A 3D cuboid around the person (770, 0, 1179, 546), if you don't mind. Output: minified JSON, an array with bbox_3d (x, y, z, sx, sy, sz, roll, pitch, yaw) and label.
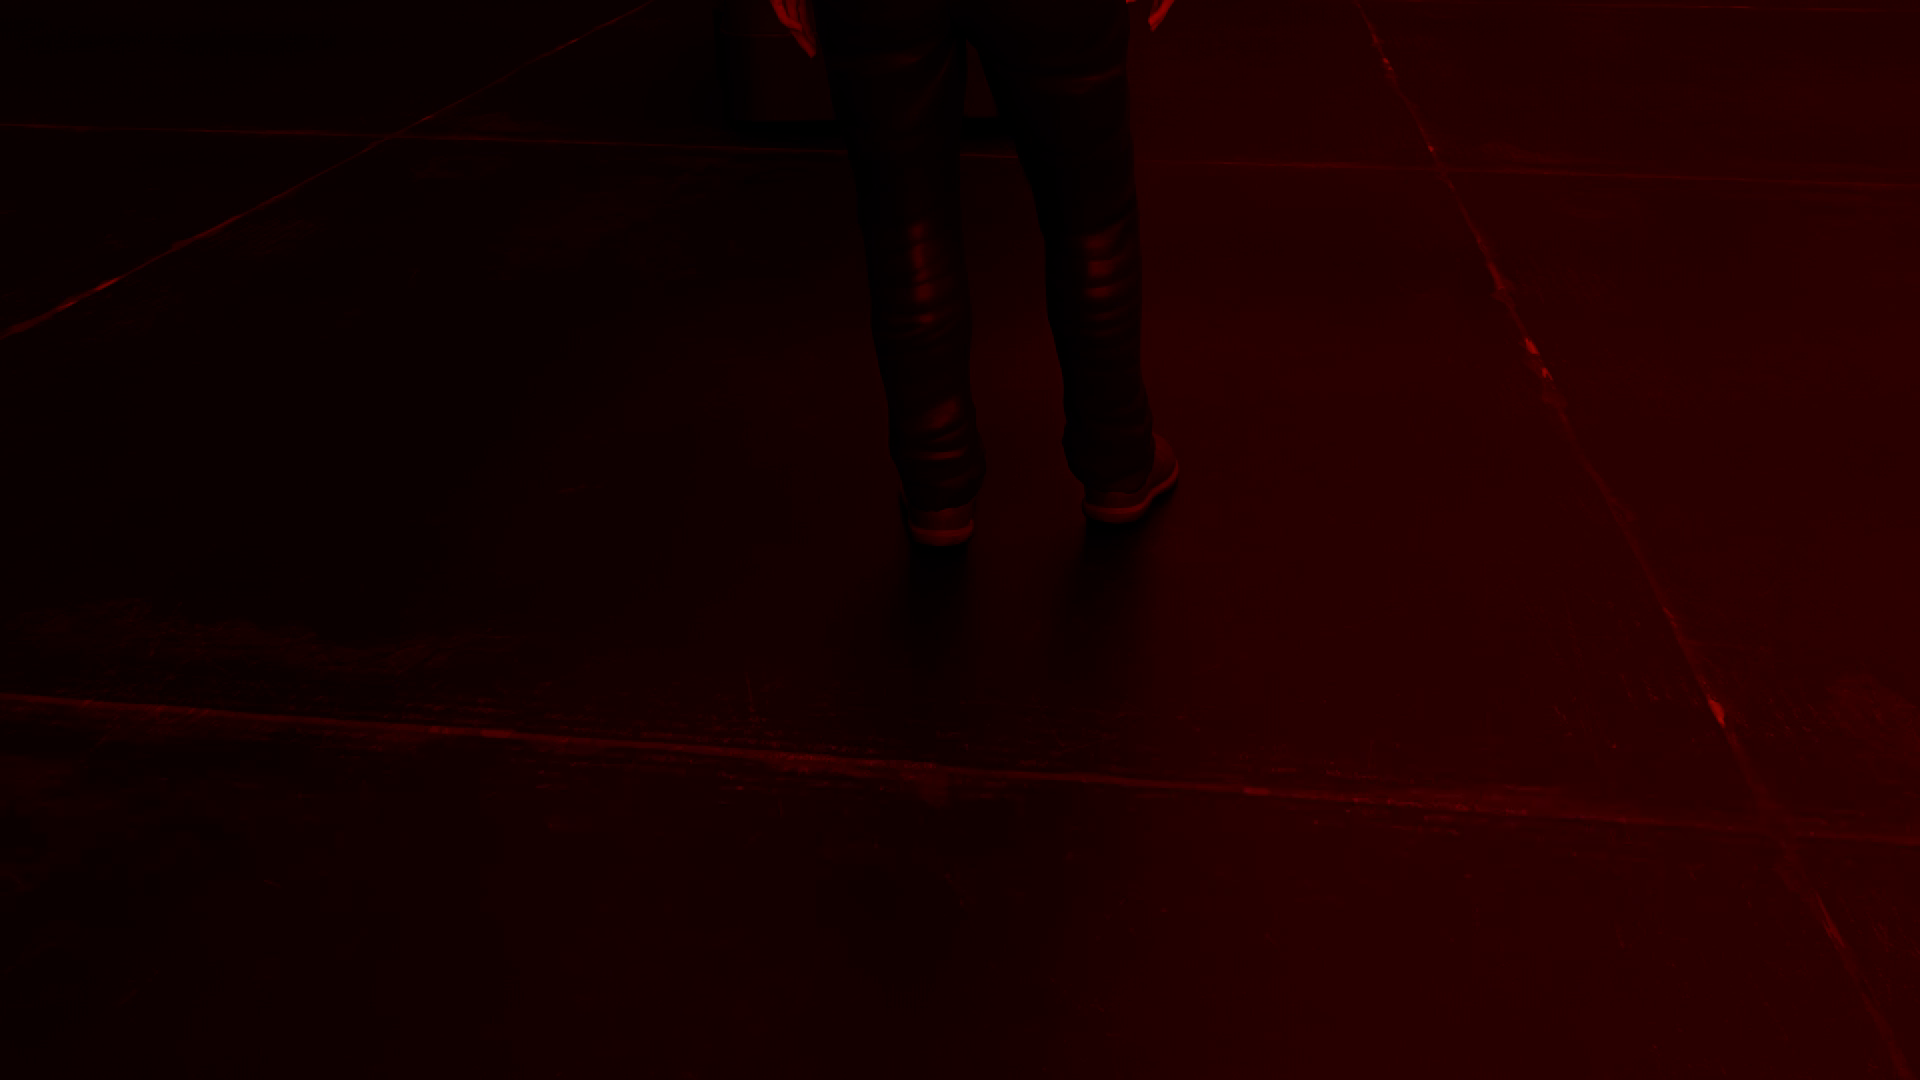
[{"bbox_3d":[0.035,-0.782,2.206,0.598,1.651,0.502,3,27,7],"label":"person"}]

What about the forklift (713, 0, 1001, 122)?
[{"bbox_3d":[-0.276,-3.121,5.473,1.130,2.935,3.031,-2,27,-4],"label":"forklift"}]
